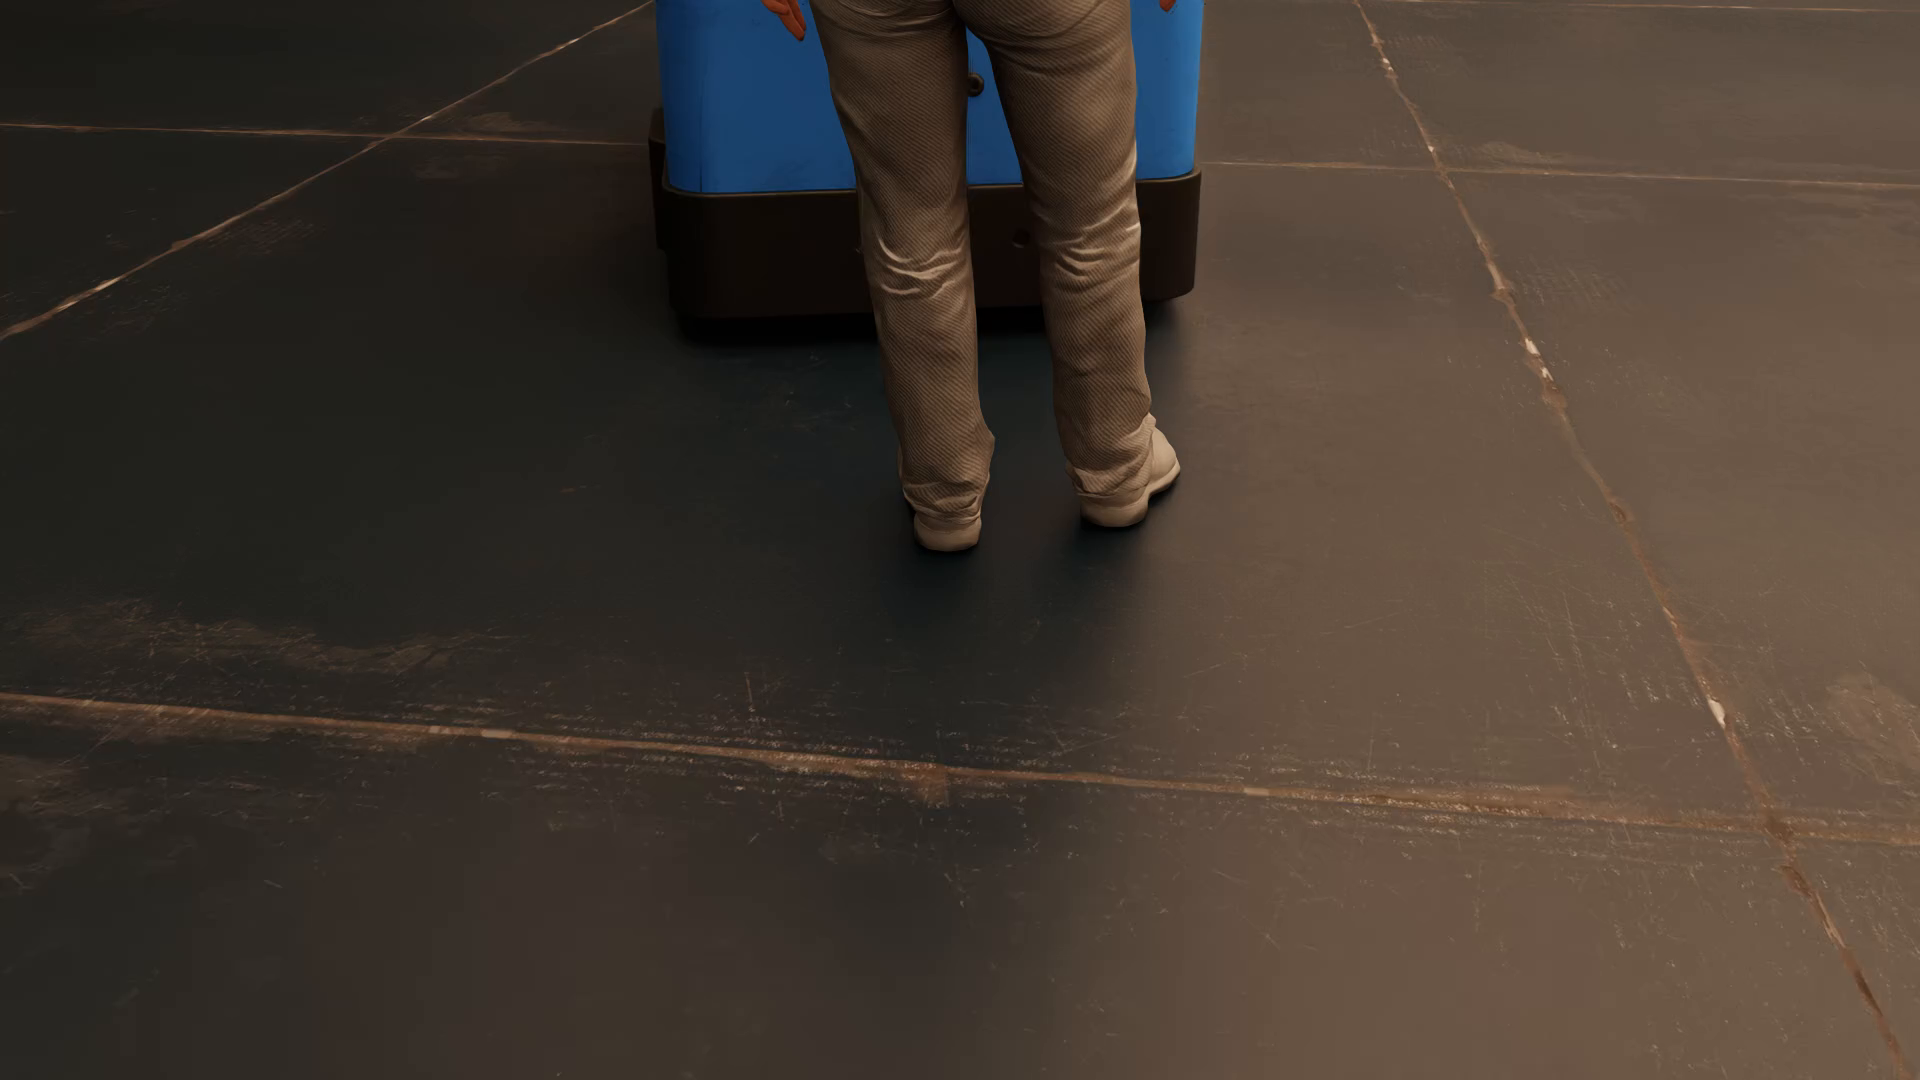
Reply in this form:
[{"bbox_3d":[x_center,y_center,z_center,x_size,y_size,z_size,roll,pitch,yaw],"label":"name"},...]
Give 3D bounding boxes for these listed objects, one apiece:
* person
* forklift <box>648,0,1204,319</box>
[{"bbox_3d":[0.016,-0.825,2.156,0.632,1.768,0.568,3,27,7],"label":"person"},{"bbox_3d":[-0.229,-2.365,3.957,1.130,2.935,3.031,-3,27,-7],"label":"forklift"}]
